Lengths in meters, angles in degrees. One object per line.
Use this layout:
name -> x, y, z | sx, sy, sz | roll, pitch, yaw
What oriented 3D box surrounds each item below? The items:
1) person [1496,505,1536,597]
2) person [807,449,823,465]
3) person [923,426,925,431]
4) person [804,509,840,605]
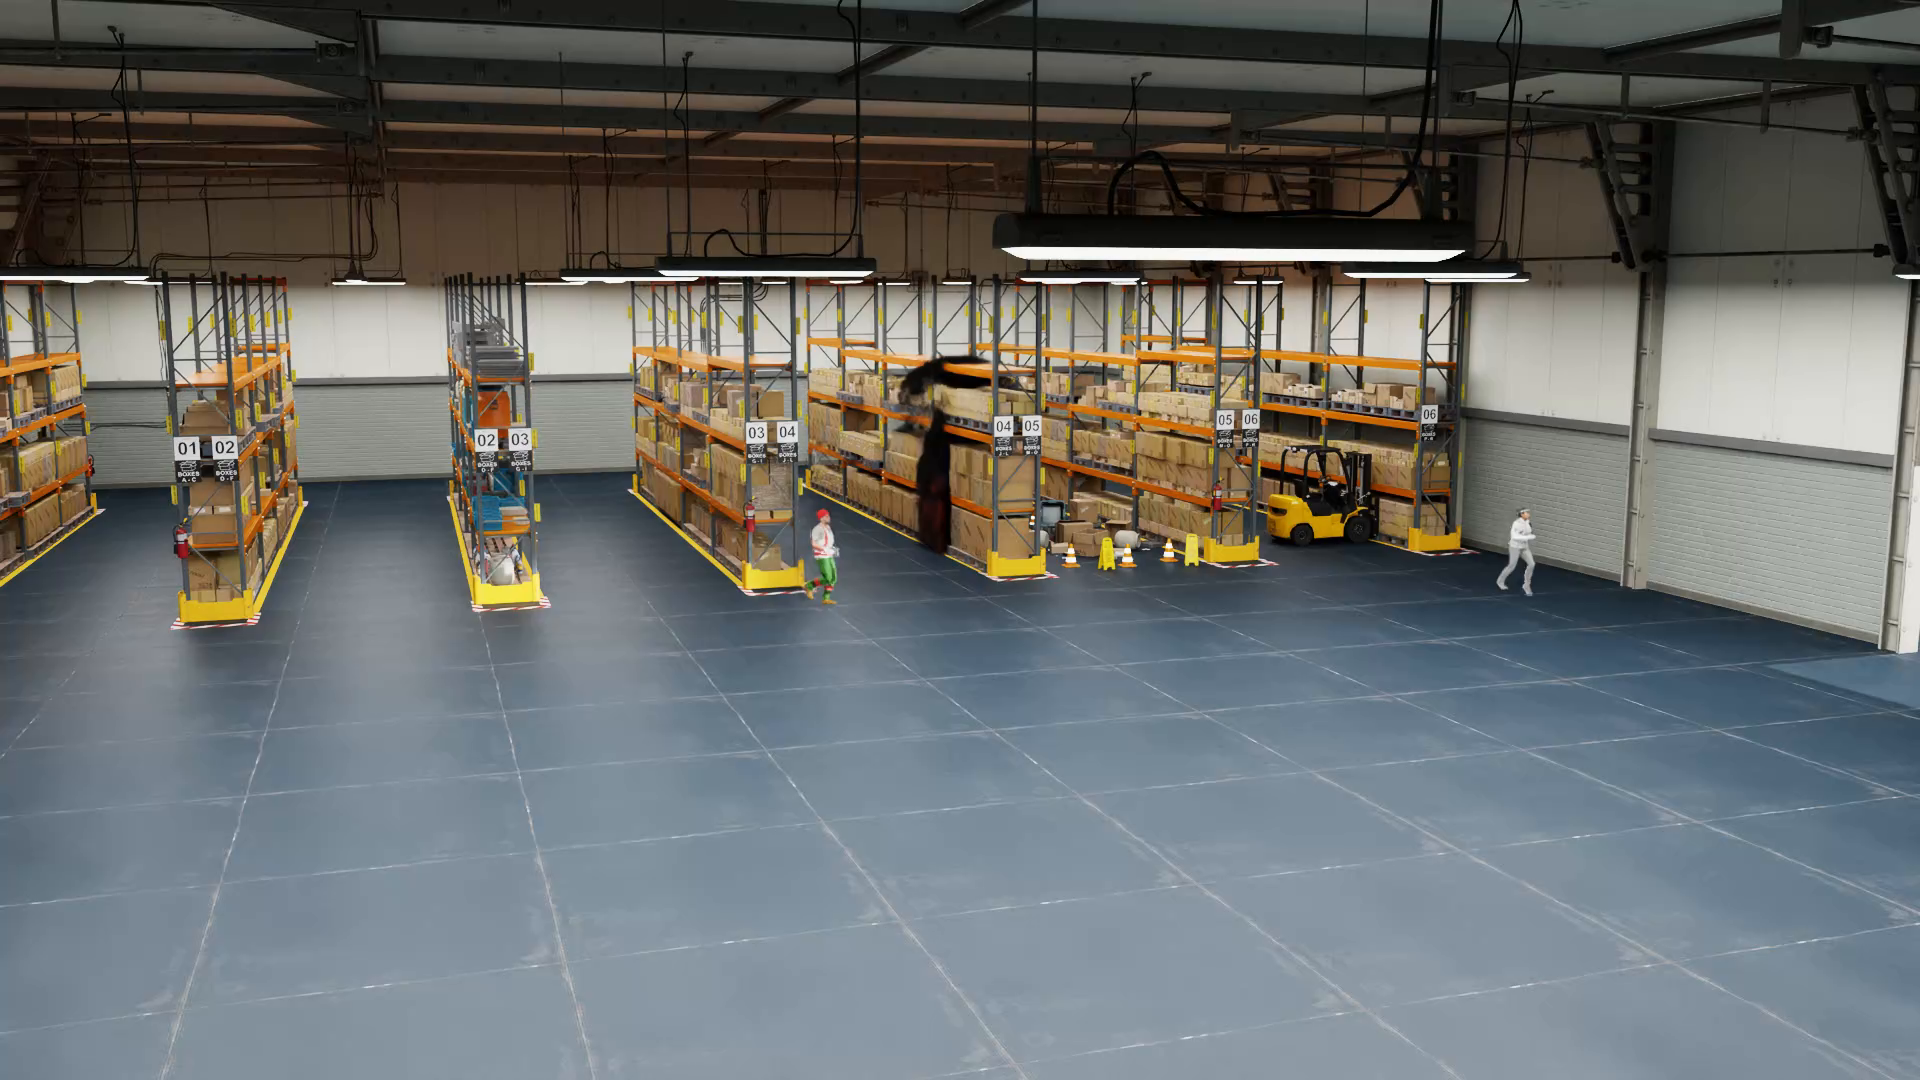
person -> 10.506, 0.182, 31.359 | 0.638, 1.729, 0.831 | -6, 11, -36
person -> -4.310, -2.671, 49.934 | 0.586, 1.736, 0.682 | -5, 10, -30
person -> -1.253, -2.739, 50.950 | 0.587, 1.554, 0.516 | -5, 10, -29
person -> -2.513, 0.305, 30.288 | 0.656, 1.744, 0.648 | 3, 9, 19
